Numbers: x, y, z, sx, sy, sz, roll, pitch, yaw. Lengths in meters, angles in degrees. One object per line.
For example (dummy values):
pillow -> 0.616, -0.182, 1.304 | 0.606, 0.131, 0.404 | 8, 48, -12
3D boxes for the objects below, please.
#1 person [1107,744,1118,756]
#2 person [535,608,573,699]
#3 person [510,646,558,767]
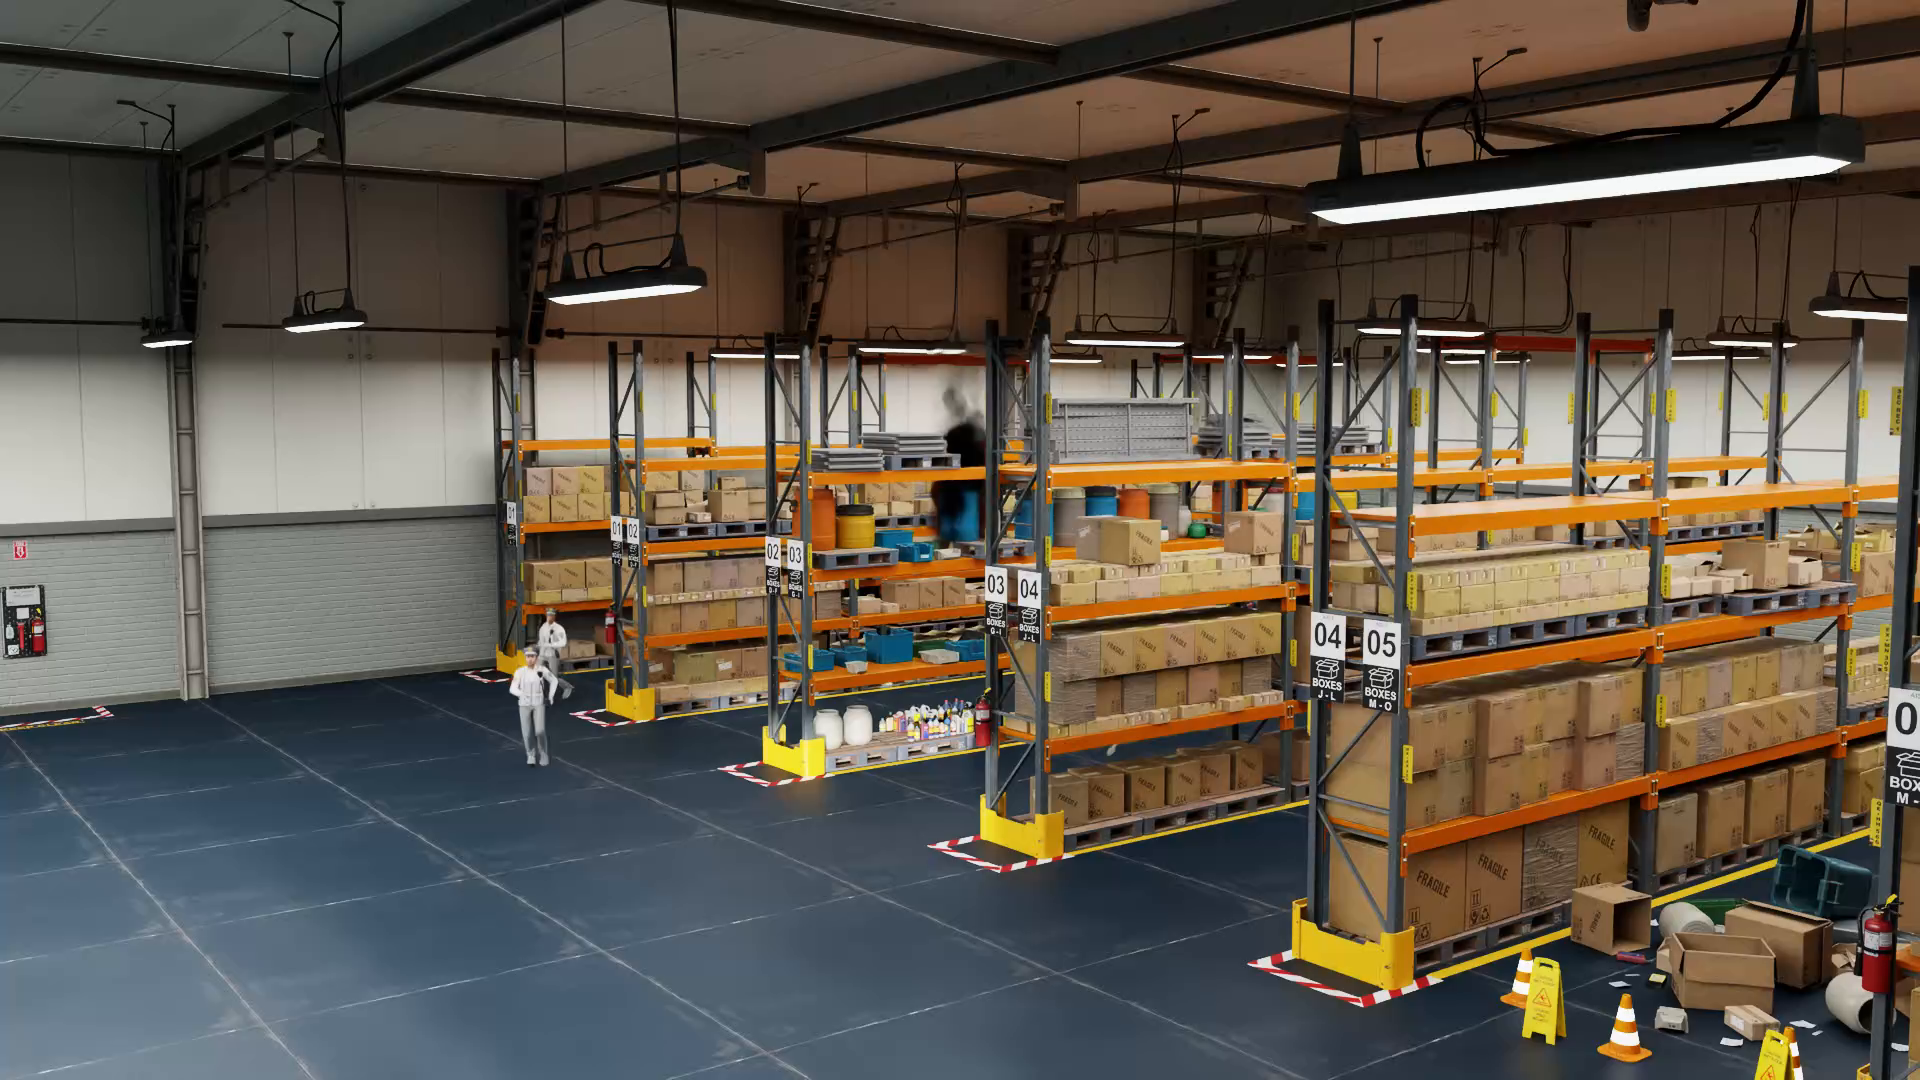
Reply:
person -> 2.076, 2.055, 22.777 | 0.543, 1.748, 0.686 | 4, 6, 39
person -> -6.780, 1.941, 27.545 | 0.639, 1.675, 0.841 | 3, 6, 27
person -> -5.897, 2.307, 22.978 | 0.622, 1.686, 0.653 | -1, 5, -7
